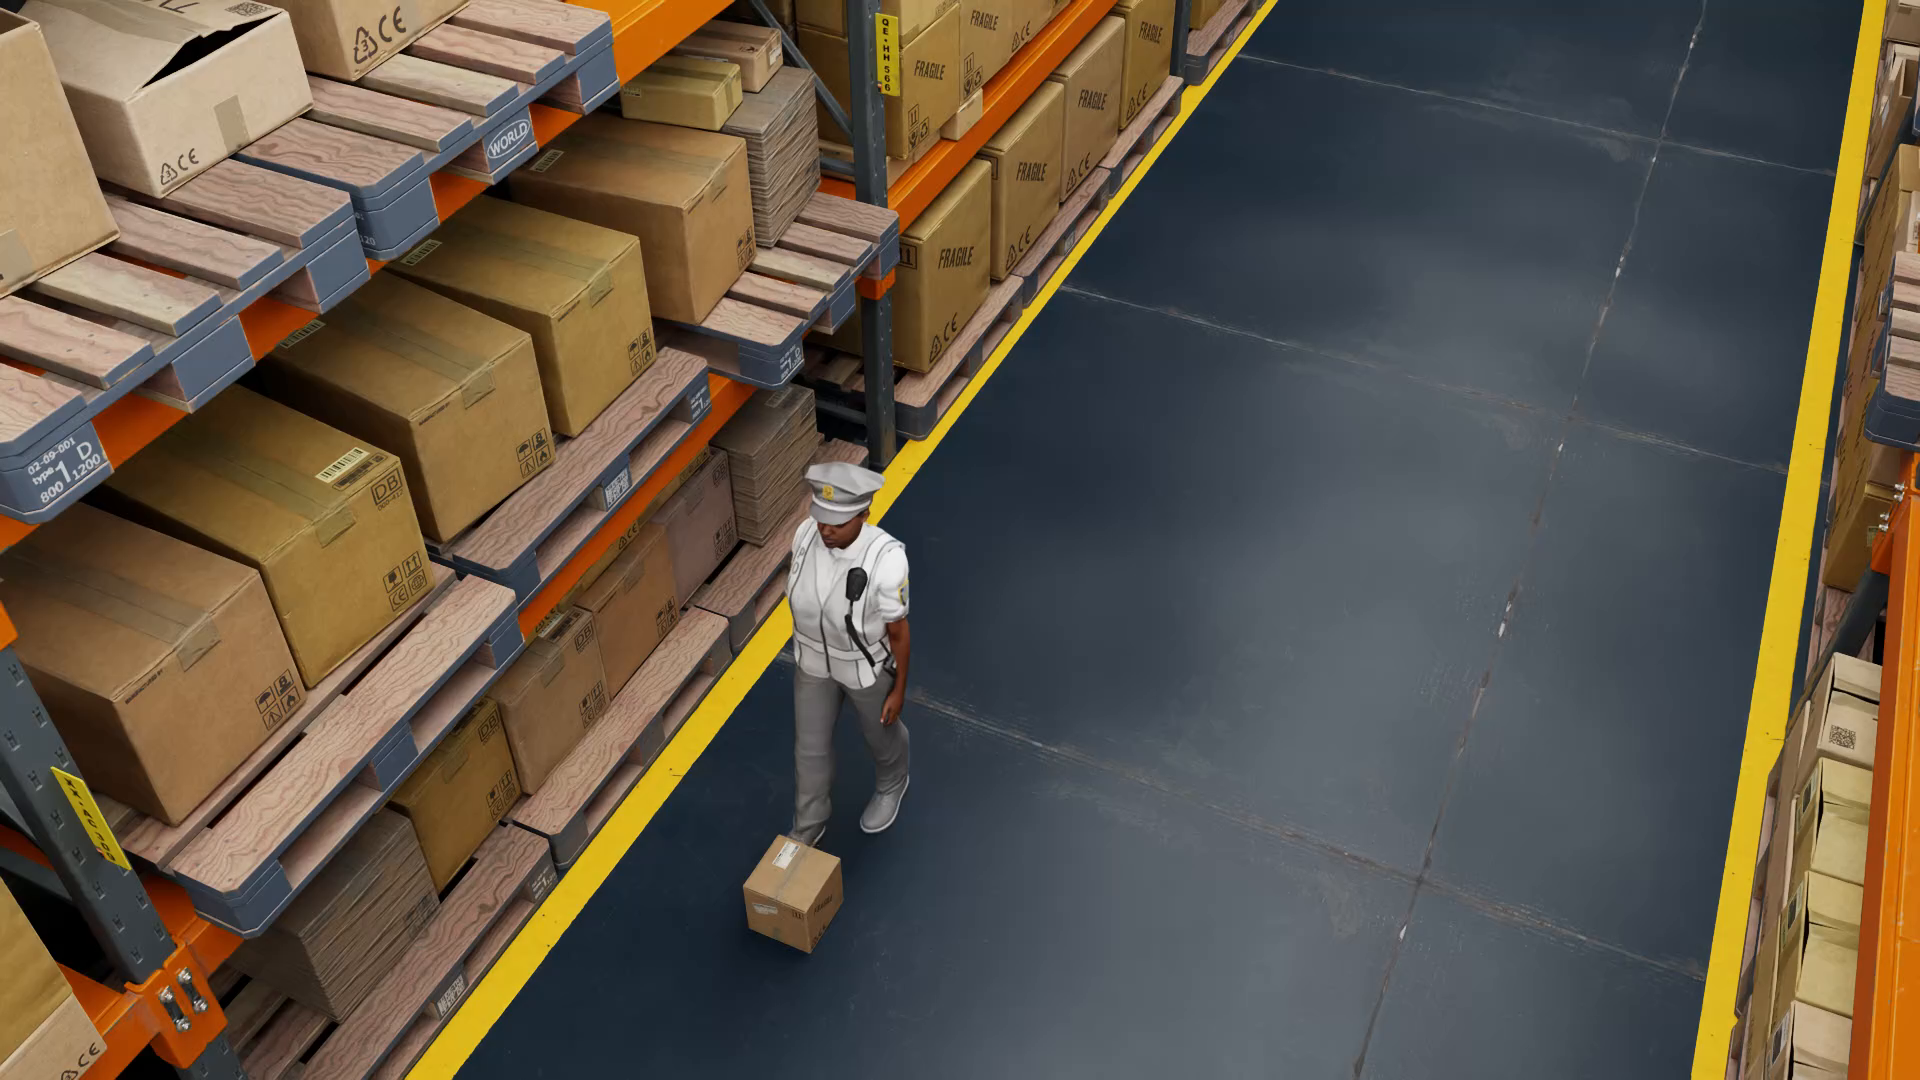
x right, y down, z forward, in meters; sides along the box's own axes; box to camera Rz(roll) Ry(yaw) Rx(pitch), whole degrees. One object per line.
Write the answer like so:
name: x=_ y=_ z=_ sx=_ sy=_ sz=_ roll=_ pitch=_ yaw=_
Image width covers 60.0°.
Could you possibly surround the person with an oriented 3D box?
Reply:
person: x=-0.409 y=0.467 z=5.631 sx=0.455 sy=1.688 sz=0.611 roll=17 pitch=45 yaw=18
